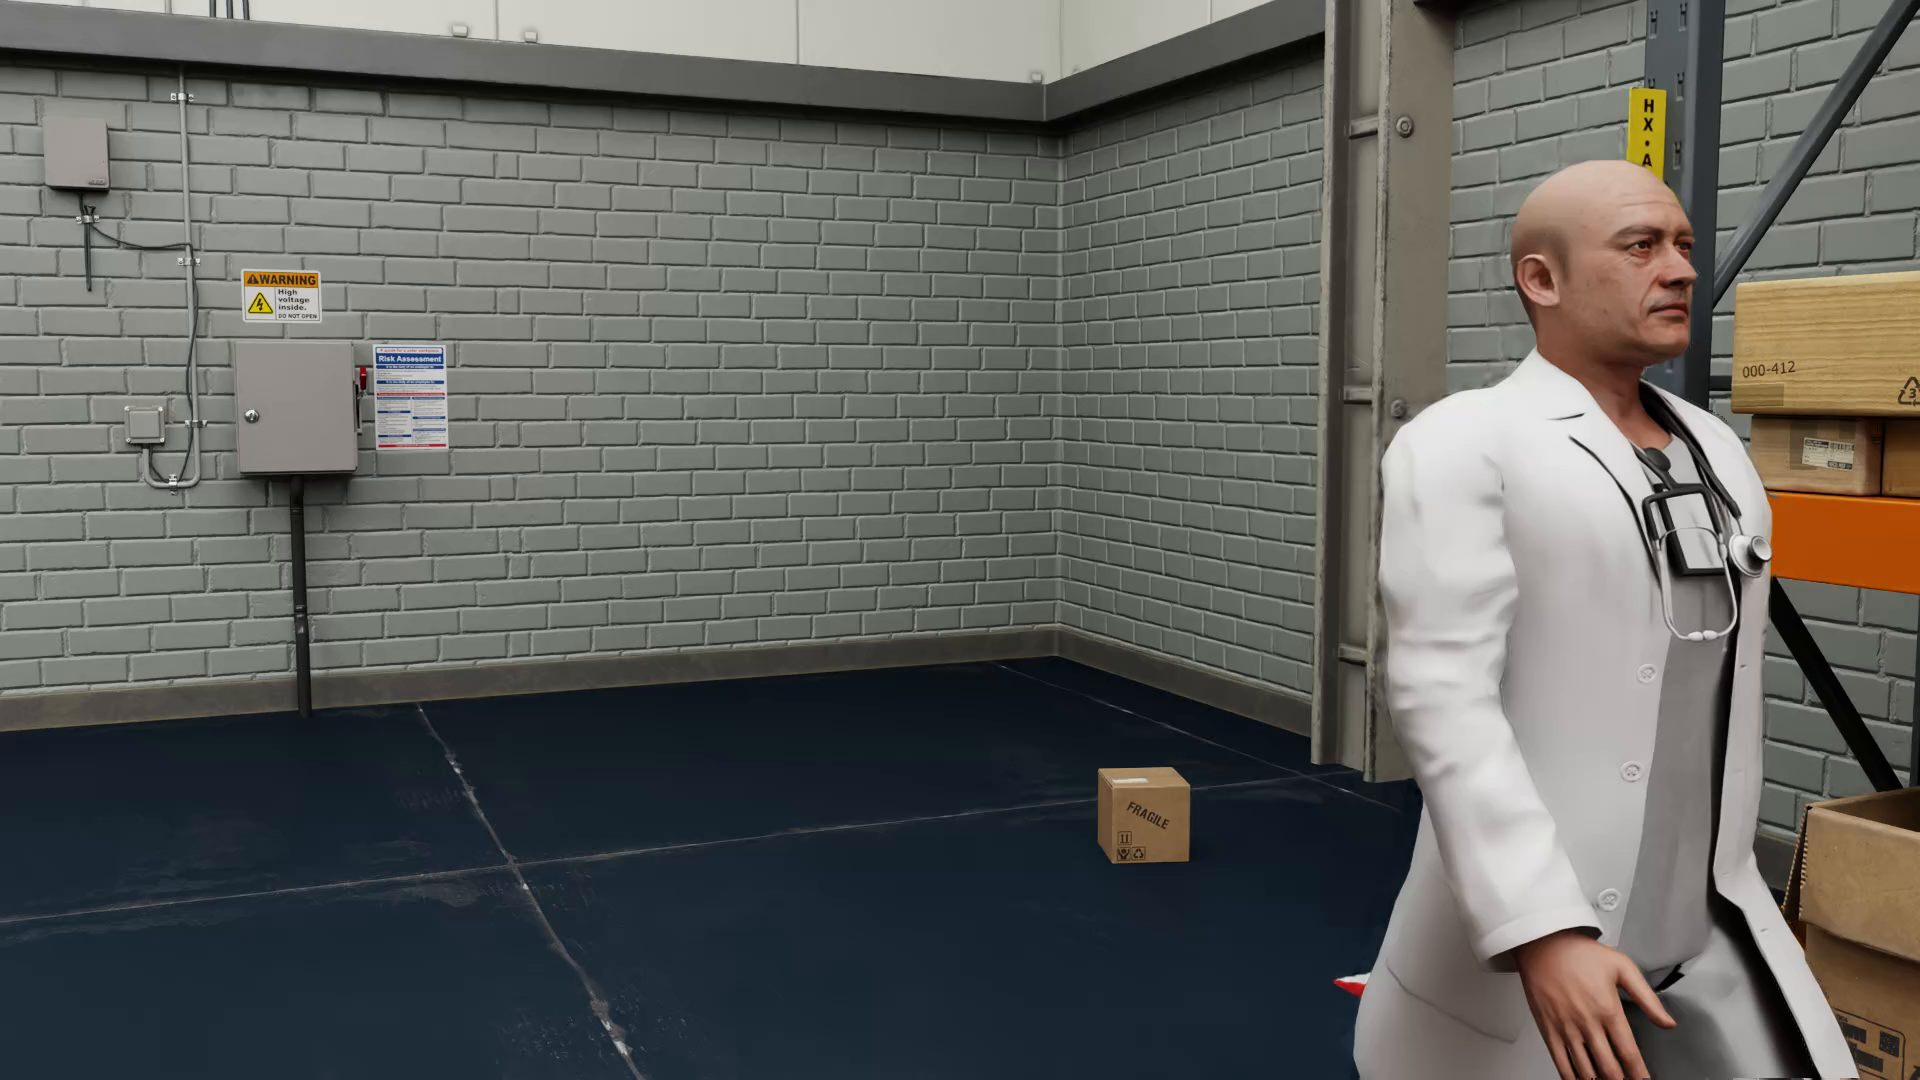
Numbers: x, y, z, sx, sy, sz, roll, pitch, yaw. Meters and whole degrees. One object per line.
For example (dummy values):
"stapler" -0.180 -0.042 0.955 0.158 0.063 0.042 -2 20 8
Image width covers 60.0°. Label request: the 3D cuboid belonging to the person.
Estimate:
"person" 0.759 0.429 1.887 0.598 1.716 1.121 -2 6 -20
